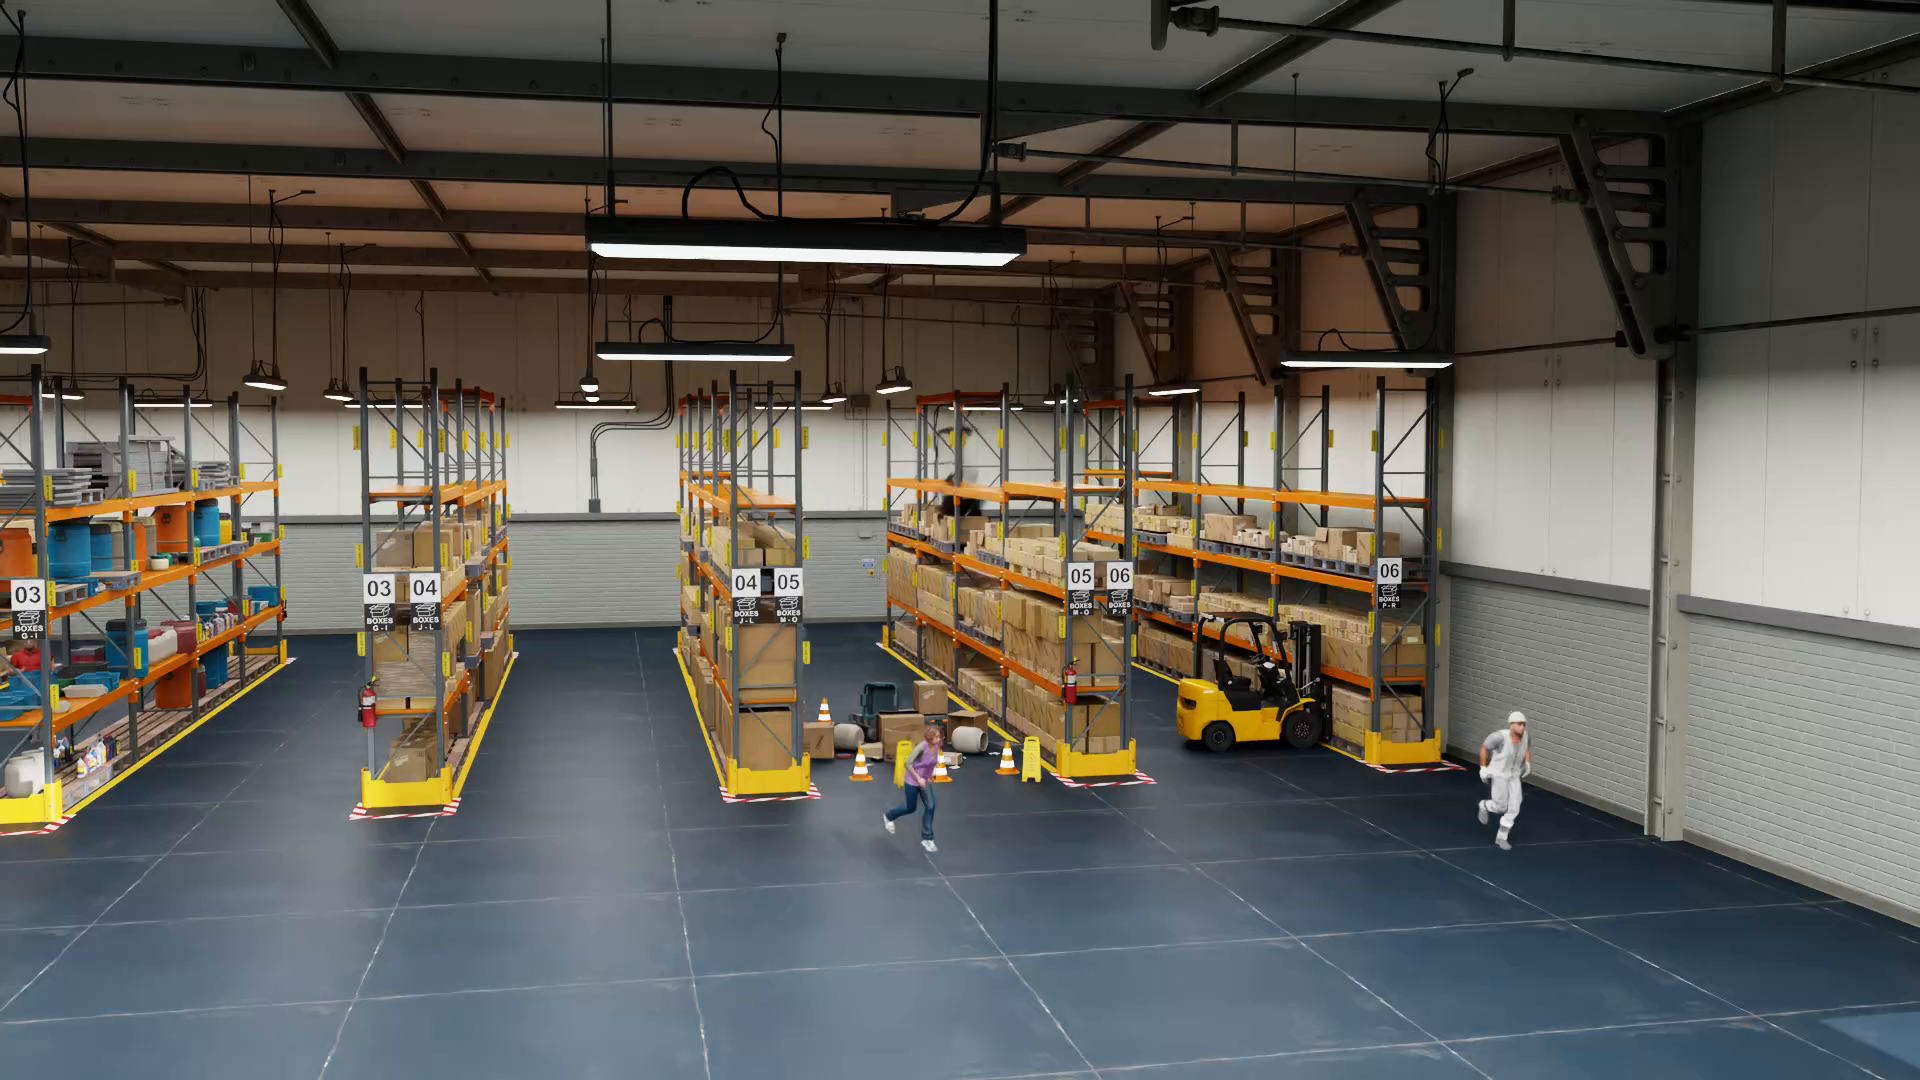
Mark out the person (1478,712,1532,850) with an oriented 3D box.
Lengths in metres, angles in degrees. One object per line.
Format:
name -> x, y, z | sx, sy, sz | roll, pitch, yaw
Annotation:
person -> 6.740, 2.939, 20.624 | 0.655, 1.718, 0.860 | -1, 4, -20

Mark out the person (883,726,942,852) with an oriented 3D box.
person -> -0.589, 3.033, 20.569 | 0.903, 1.549, 0.562 | 2, 4, 35

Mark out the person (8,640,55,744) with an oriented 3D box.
person -> -15.536, 2.470, 27.831 | 0.641, 1.768, 0.915 | -1, 4, -20
